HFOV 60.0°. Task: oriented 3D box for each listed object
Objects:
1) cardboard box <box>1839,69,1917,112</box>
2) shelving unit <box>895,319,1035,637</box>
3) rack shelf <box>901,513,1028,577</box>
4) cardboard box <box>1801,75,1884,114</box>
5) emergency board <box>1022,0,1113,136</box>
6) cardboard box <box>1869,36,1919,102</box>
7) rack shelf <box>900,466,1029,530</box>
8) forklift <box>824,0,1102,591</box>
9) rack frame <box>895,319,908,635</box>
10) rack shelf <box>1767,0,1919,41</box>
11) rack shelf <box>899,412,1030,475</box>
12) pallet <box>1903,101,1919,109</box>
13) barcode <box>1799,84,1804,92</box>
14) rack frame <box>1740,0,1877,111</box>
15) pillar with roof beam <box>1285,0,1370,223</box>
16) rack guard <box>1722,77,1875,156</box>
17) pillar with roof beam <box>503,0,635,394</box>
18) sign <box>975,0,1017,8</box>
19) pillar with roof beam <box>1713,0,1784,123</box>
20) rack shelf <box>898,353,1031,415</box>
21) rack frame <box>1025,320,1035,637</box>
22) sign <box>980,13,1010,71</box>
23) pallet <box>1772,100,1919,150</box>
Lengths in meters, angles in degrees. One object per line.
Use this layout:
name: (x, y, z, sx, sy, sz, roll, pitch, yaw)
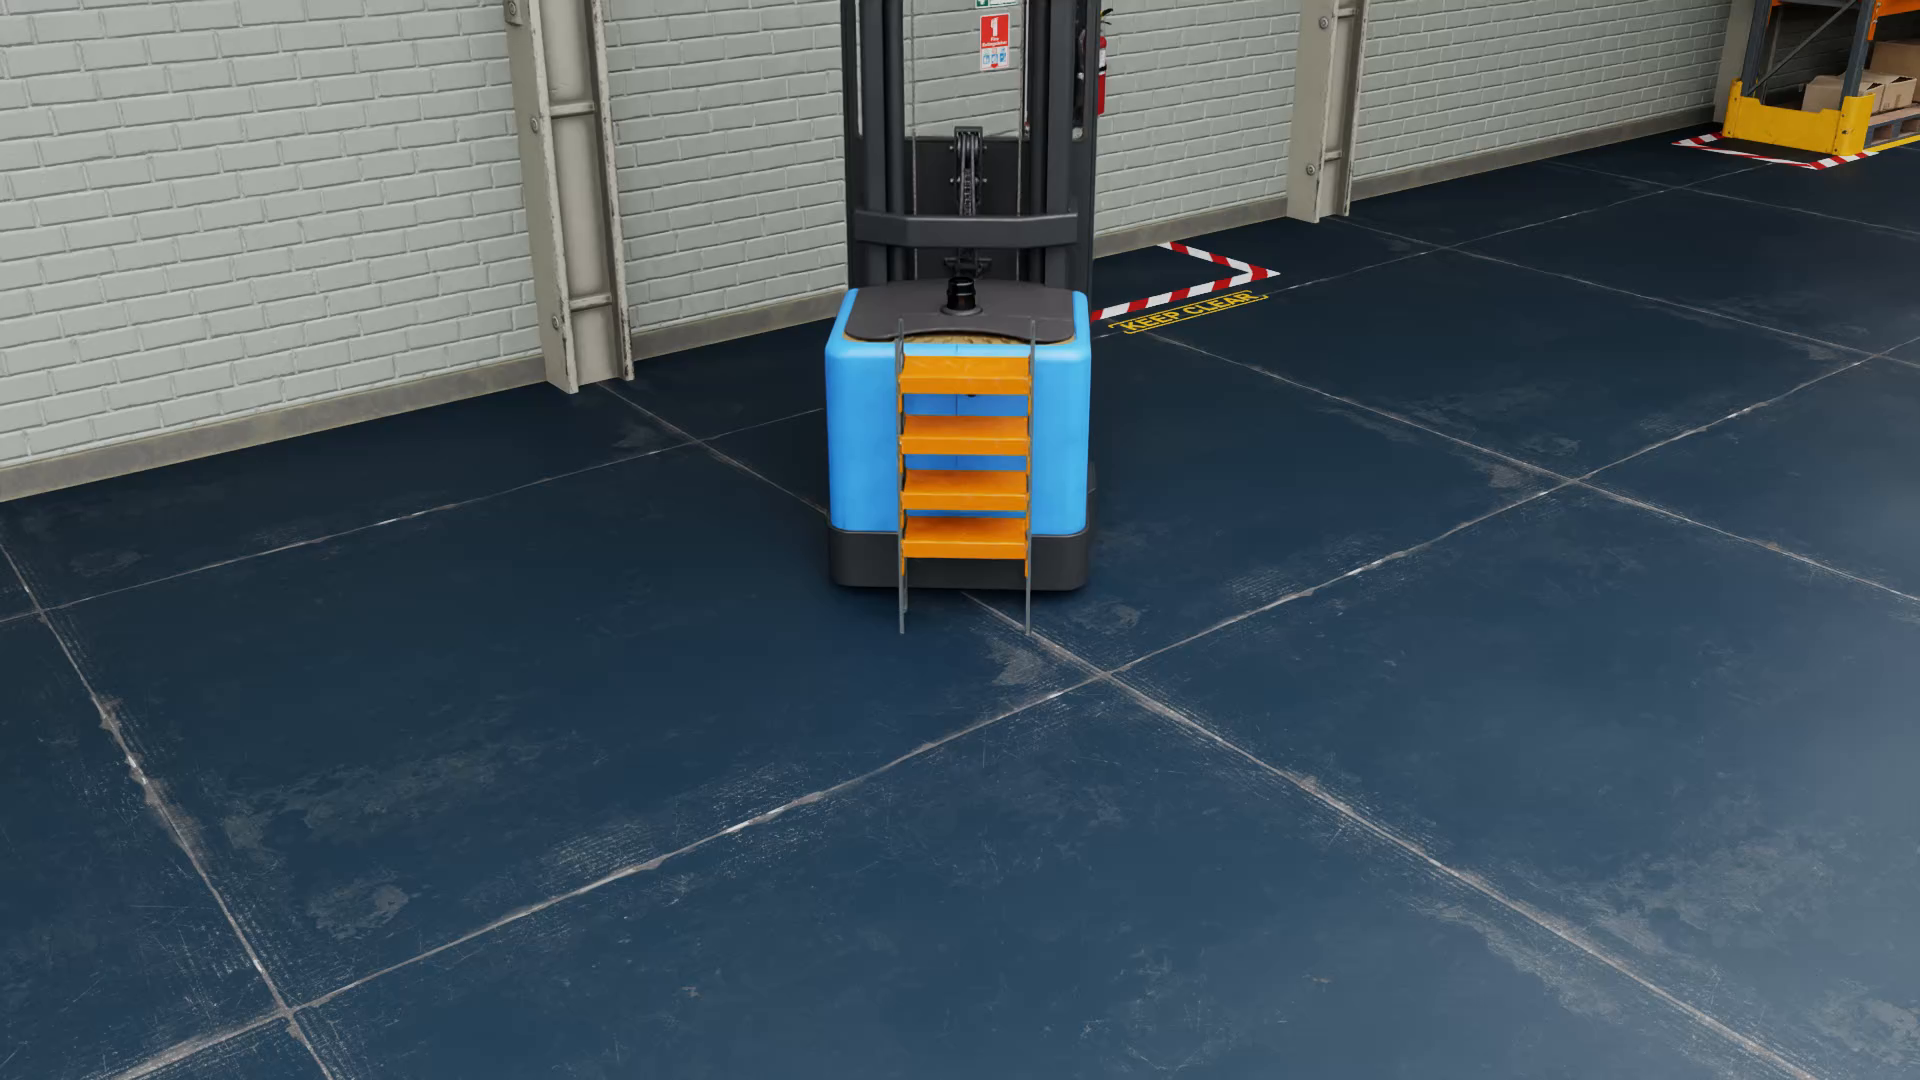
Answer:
cardboard box: (8.435, -4.175, 15.355, 0.500, 0.311, 0.500, -15, 29, -30)
shelving unit: (0.022, -0.223, 6.305, 0.503, 1.200, 0.258, 1, 25, 2)
rack shelf: (0.022, 0.018, 6.417, 0.480, 0.148, 0.258, 1, 25, 2)
cardboard box: (7.986, -4.027, 15.035, 0.500, 0.311, 0.500, -23, 33, -40)
emergency board: (0.714, -3.178, 10.534, 0.643, 1.169, 0.194, -18, 31, -34)
cardboard box: (9.043, -4.435, 15.690, 0.500, 0.500, 0.700, -21, 32, -37)
rack shelf: (0.022, -0.162, 6.333, 0.480, 0.148, 0.258, 1, 25, 2)
forklift: (0.057, -1.706, 7.445, 1.130, 2.935, 3.031, 1, 25, 2)
rack frame: (-0.222, -0.227, 6.313, 0.015, 1.200, 0.240, 1, 25, 2)
rack shelf: (8.960, -5.090, 15.510, 4.000, 0.370, 1.077, -18, 31, -34)
rack shelf: (0.022, -0.365, 6.239, 0.480, 0.148, 0.258, 1, 25, 2)
pallet: (9.067, -4.167, 15.977, 1.213, 0.211, 1.003, -18, 31, -34)
barcode: (7.754, -4.168, 15.329, 0.075, 0.075, 0.001, -18, 31, -34)
rack frame: (7.386, -4.897, 14.239, 0.127, 3.000, 1.000, -18, 31, -34)
pillar with roof beam: (5.338, -5.102, 7.554, 0.400, 9.000, 9.100, -18, 31, -34)
rack guard: (7.446, -3.783, 14.808, 0.348, 0.500, 1.175, -18, 31, -34)
pillar with roof beam: (0.617, -3.544, 4.196, 0.400, 9.000, 9.100, -18, 31, -34)
sign: (0.224, -3.323, 10.175, 0.331, 0.109, 0.001, -18, 31, -34)
pillar with roof beam: (10.060, -6.661, 10.912, 0.400, 9.000, 9.100, -18, 31, -34)
rack shelf: (0.022, -0.579, 6.139, 0.480, 0.148, 0.258, 1, 25, 2)
rack frame: (0.265, -0.219, 6.297, 0.015, 1.200, 0.240, 1, 25, 2)
sign: (0.215, -3.084, 10.291, 0.234, 0.329, 0.001, -18, 31, -34)
pallet: (8.107, -3.851, 15.298, 1.213, 0.211, 1.003, -18, 31, -34)
